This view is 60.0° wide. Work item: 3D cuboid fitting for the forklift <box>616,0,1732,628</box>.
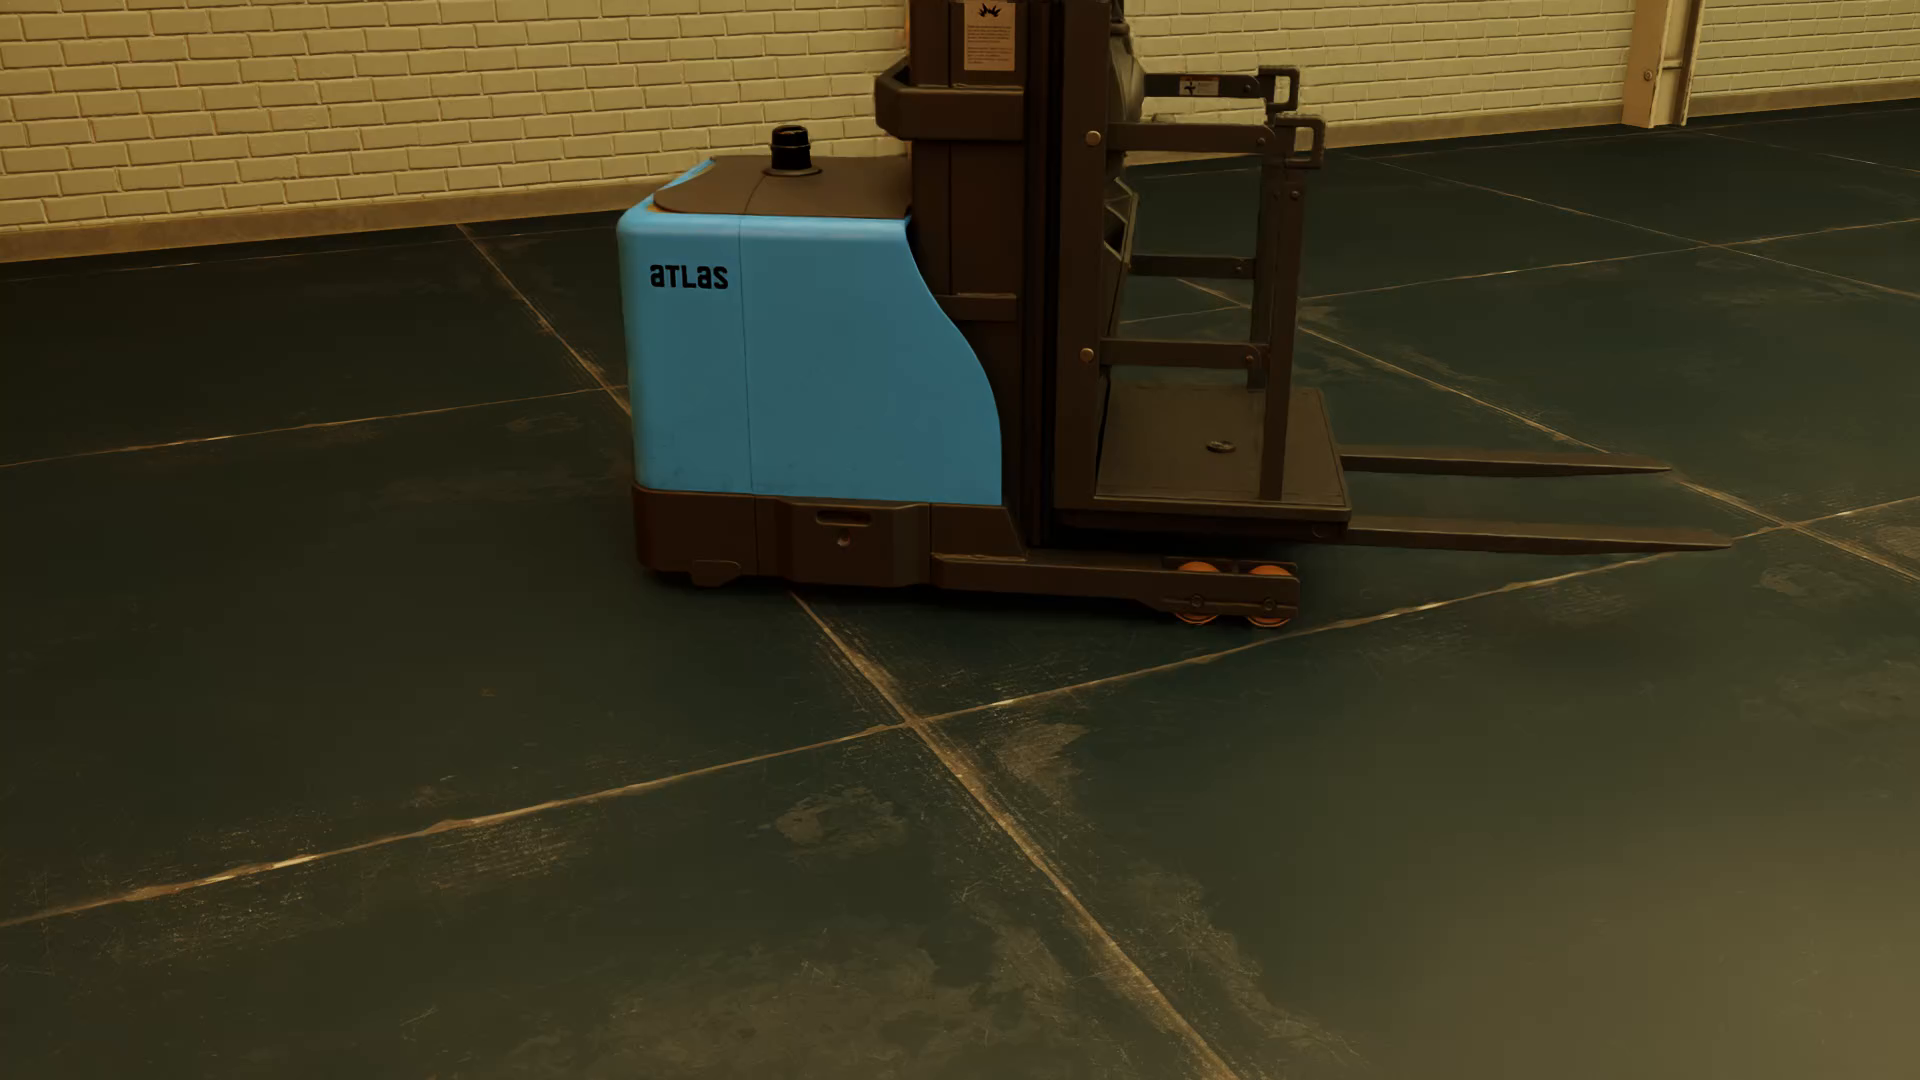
[{"bbox_3d":[0.625,-1.331,4.491,3.031,2.935,1.130,3,23,7],"label":"forklift"}]
